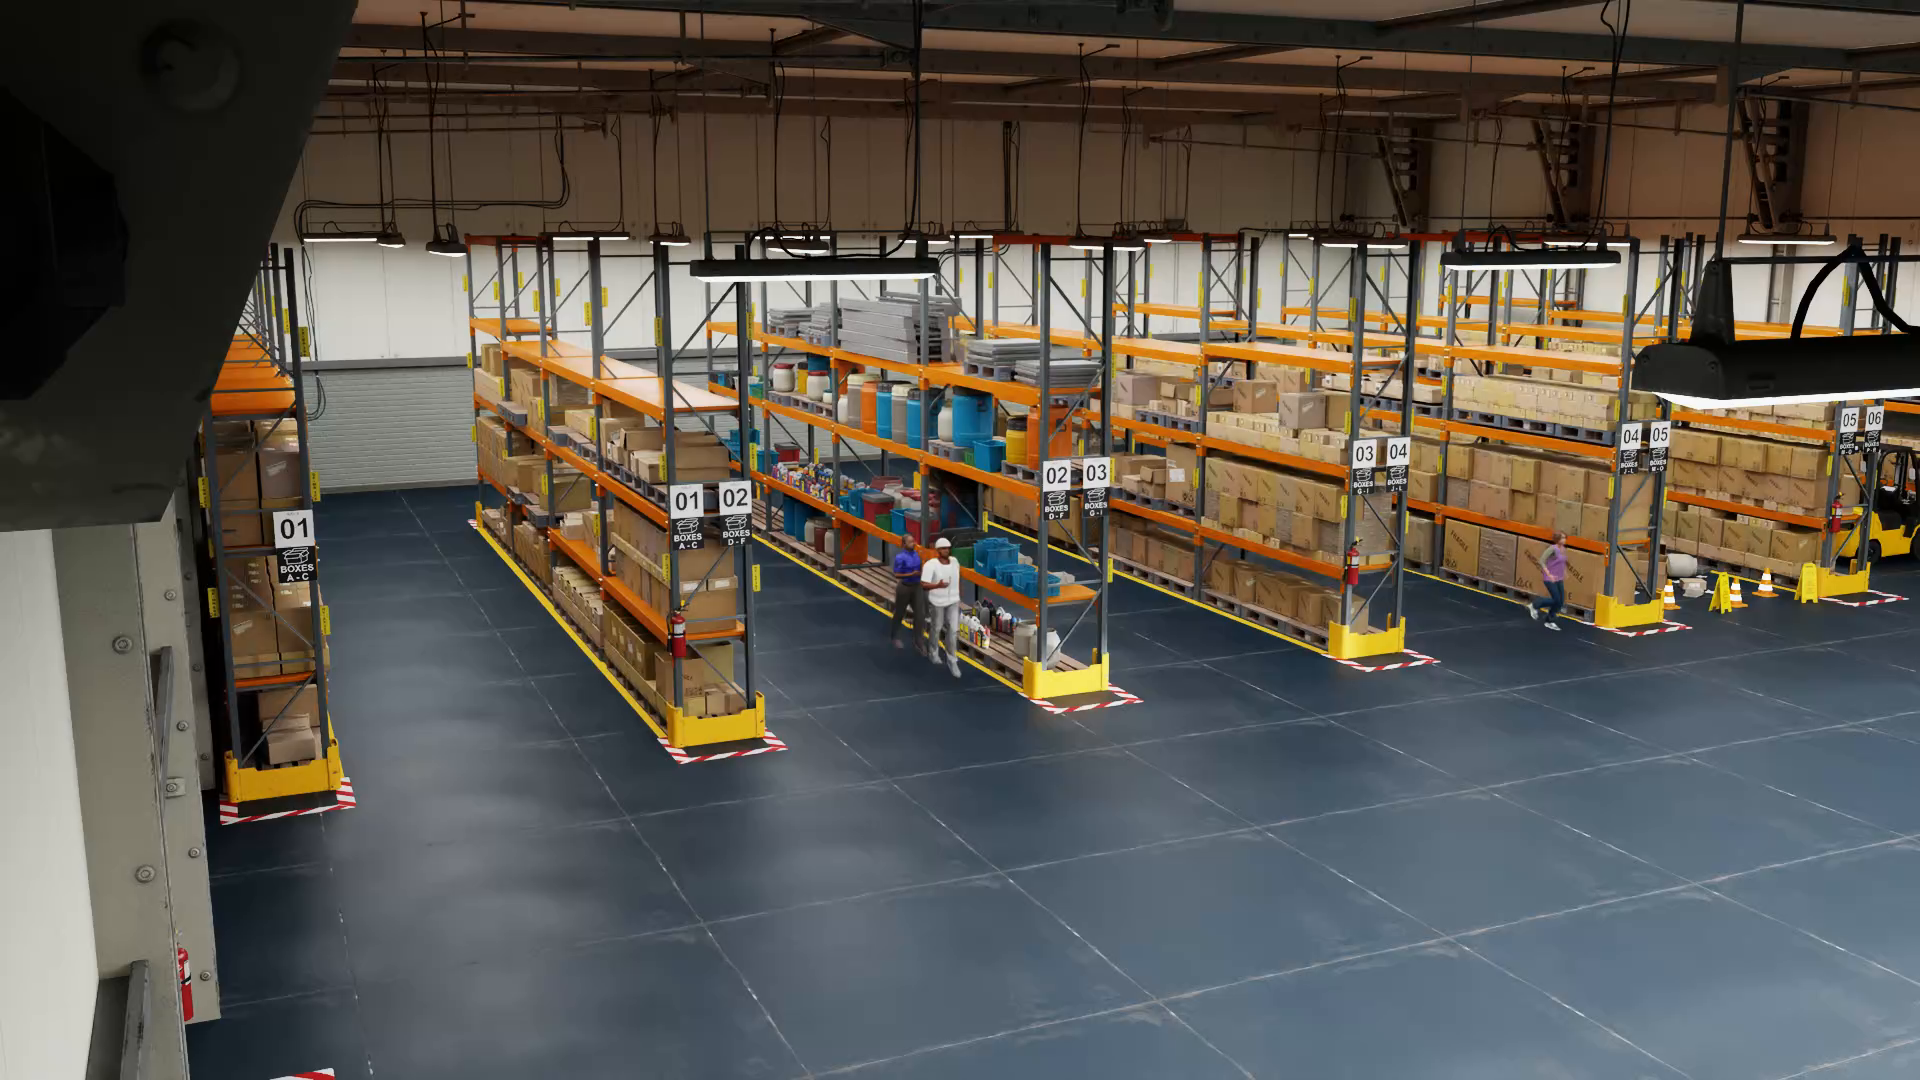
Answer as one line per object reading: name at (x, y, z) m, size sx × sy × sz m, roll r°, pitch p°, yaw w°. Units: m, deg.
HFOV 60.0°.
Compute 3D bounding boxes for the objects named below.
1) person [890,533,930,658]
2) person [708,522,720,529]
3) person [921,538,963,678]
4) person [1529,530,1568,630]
person at (-0.709, 0.756, 23.301) m, size 0.566 × 1.718 × 0.725 m, roll -9°, pitch 14°, yaw -39°
person at (-4.286, -0.144, 29.422) m, size 0.635 × 1.770 × 0.756 m, roll -7°, pitch 13°, yaw -30°
person at (-0.203, 0.901, 22.430) m, size 0.674 × 1.879 × 0.702 m, roll -5°, pitch 12°, yaw -24°
person at (9.201, 0.618, 25.935) m, size 0.588 × 1.587 × 0.483 m, roll -10°, pitch 15°, yaw -41°
